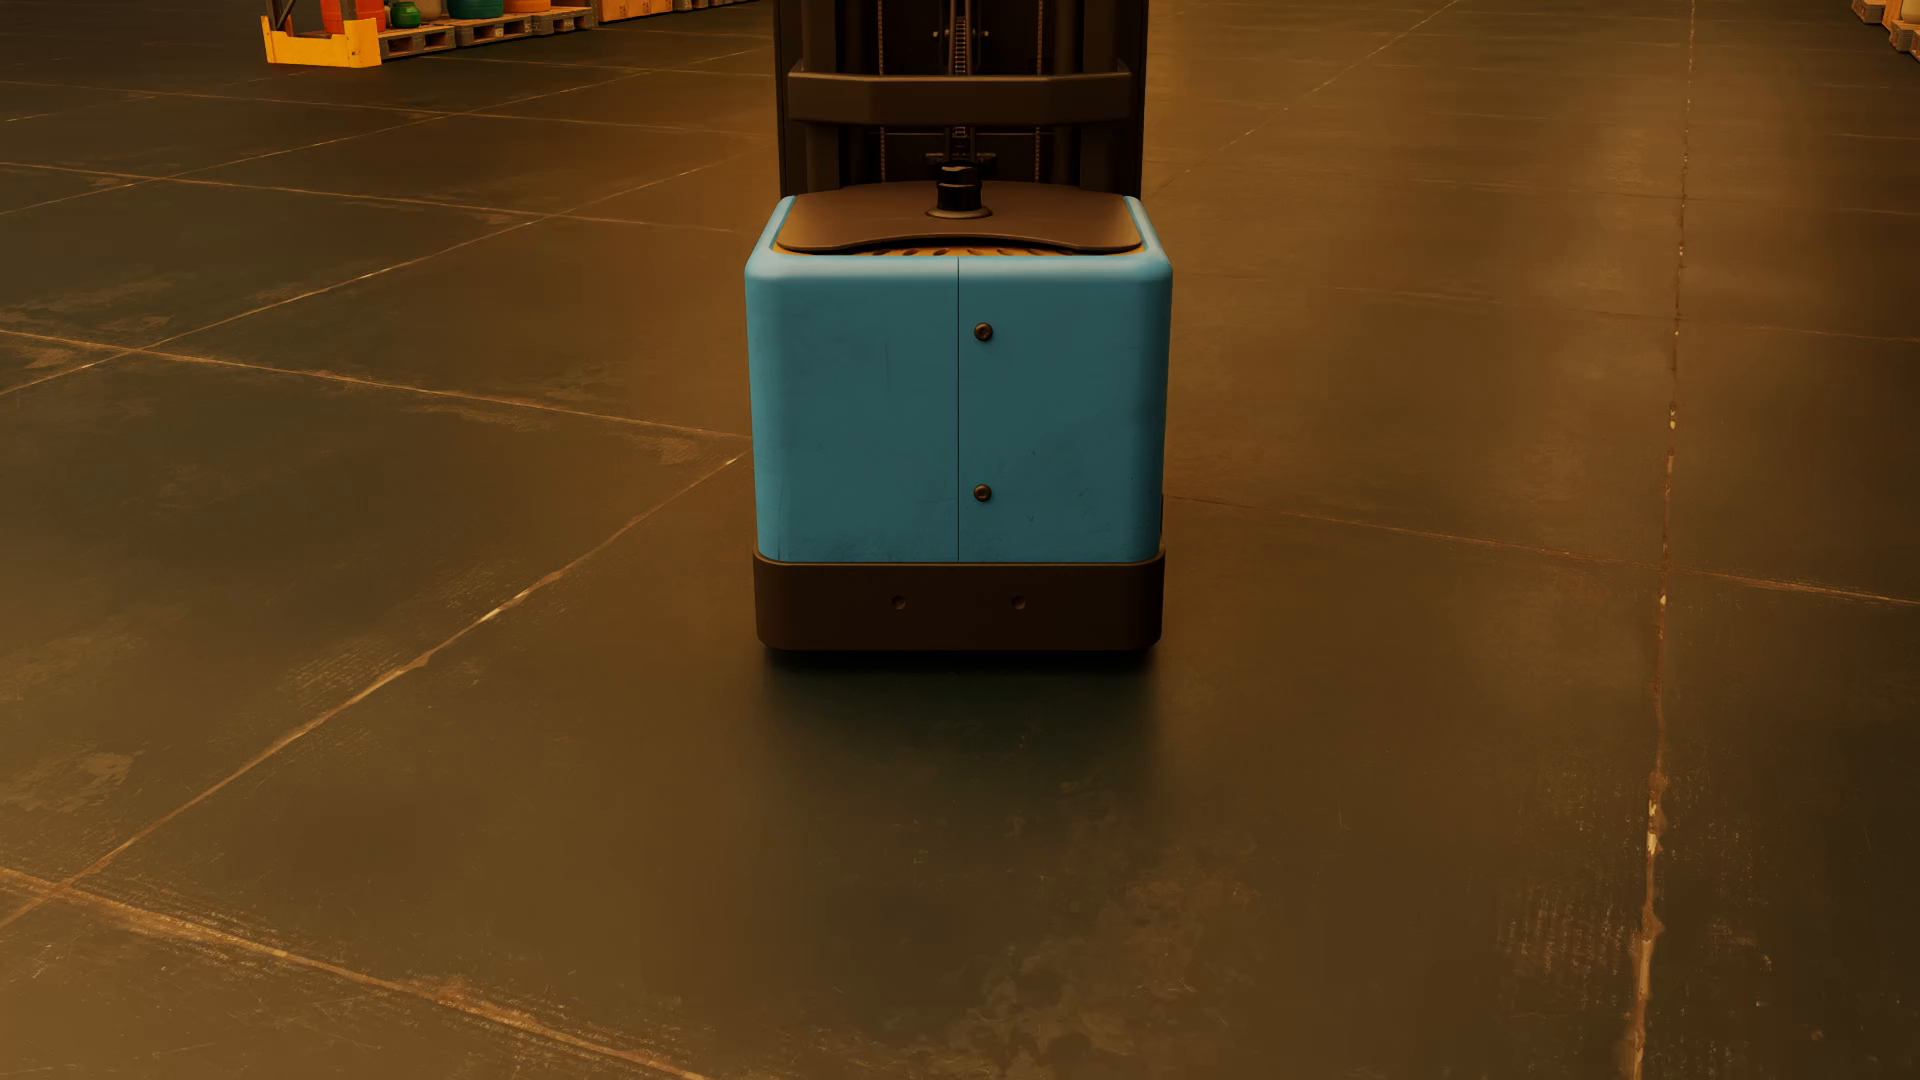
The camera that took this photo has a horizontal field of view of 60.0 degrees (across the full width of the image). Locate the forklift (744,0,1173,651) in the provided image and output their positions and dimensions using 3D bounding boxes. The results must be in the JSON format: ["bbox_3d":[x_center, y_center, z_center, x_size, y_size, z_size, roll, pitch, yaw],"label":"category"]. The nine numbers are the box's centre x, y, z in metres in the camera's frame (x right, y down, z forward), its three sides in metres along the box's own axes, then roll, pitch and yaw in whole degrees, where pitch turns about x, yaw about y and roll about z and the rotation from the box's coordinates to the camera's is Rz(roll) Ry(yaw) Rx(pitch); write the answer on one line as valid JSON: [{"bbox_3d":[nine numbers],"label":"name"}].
[{"bbox_3d":[0.002,-1.587,5.089,1.130,2.935,3.031,0,23,0],"label":"forklift"}]
